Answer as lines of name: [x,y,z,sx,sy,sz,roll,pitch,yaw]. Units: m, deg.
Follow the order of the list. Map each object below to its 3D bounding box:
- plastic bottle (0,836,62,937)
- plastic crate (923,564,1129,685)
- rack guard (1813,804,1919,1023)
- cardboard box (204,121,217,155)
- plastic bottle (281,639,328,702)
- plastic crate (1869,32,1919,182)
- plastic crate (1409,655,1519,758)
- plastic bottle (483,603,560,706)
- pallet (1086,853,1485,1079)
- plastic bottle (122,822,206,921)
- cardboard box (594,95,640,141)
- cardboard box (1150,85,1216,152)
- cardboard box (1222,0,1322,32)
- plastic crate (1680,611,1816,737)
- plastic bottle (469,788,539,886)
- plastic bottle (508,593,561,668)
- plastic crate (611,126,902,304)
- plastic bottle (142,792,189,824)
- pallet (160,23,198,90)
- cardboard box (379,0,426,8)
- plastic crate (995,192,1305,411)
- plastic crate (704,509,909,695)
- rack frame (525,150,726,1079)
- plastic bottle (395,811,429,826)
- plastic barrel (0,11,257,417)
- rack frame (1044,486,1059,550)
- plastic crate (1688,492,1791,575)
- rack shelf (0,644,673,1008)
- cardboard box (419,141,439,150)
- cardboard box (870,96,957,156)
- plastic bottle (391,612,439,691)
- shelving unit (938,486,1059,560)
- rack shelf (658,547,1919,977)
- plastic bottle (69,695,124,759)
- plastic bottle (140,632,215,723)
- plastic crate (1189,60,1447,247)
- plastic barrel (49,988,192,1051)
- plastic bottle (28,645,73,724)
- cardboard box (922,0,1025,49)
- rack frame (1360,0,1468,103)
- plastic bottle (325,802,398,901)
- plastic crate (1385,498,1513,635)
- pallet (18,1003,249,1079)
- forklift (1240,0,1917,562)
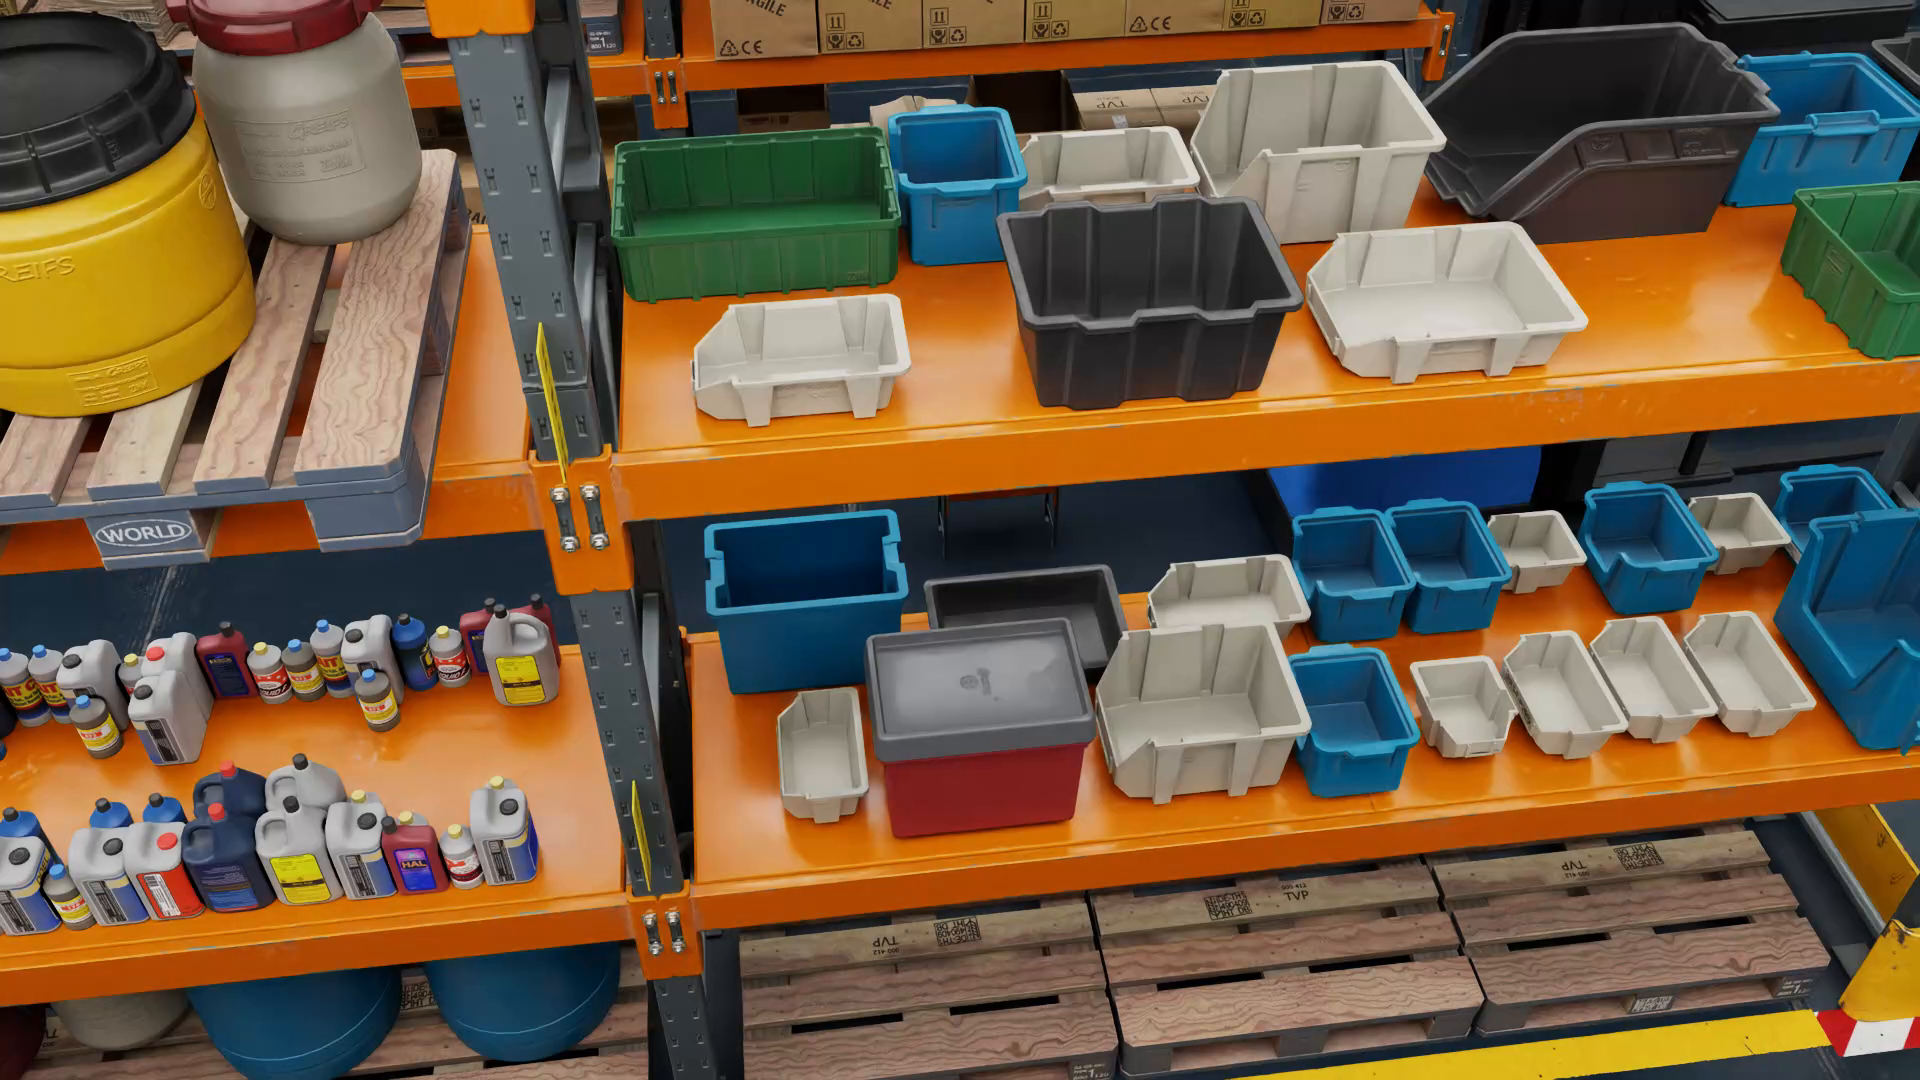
plastic bottle: [-2.446,0.888,4.334,0.135,0.276,0.152,-5,42,-6]
plastic crate: [0.204,0.289,5.065,0.590,0.125,0.437,-5,42,-6]
rack guard: [3.117,1.055,5.922,0.348,0.500,1.175,-5,42,-6]
cardboard box: [-4.066,-1.974,8.952,0.500,0.500,0.500,-6,42,-7]
plastic bottle: [-1.958,0.378,4.955,0.097,0.201,0.097,0,42,0]
plastic crate: [2.677,-1.079,4.280,0.590,0.269,0.497,-5,42,-6]
plastic crate: [1.456,0.499,4.825,0.250,0.136,0.298,-5,42,-6]
plastic bottle: [-1.302,0.322,4.905,0.185,0.351,0.144,-5,42,-6]
pallet: [1.065,1.323,5.841,1.213,0.211,1.003,-5,42,-6]
plastic bottle: [-2.082,0.856,4.370,0.135,0.276,0.152,-5,42,-6]
cardboard box: [-2.021,-2.160,9.158,0.500,0.500,0.500,-7,42,-7]
cardboard box: [1.385,-2.392,9.602,0.500,0.250,0.500,-5,42,-6]
cardboard box: [1.534,-2.922,8.391,0.500,0.500,0.500,-5,42,-5]
plastic crate: [2.310,0.405,4.929,0.243,0.136,0.396,-5,42,-6]
plastic bottle: [-1.220,0.780,4.453,0.135,0.276,0.152,-5,42,-6]
plastic bottle: [-1.290,0.277,5.006,0.133,0.283,0.061,-5,42,-6]
plastic crate: [-0.490,-0.787,4.017,0.662,0.188,0.450,-5,42,-6]
plastic bottle: [-2.117,0.776,4.461,0.097,0.271,0.097,0,42,0]
pallet: [-3.548,-2.558,8.205,1.213,0.211,1.003,-5,42,-6]
cardboard box: [-2.682,-3.003,8.167,0.500,0.500,0.700,1,42,1]
plastic crate: [0.396,-0.506,3.645,0.590,0.269,0.497,-5,42,-6]
plastic crate: [-0.453,0.202,4.969,0.575,0.384,0.392,-5,42,-6]
rack frame: [-0.871,0.485,4.688,0.127,3.000,1.000,-5,42,-6]
plastic bottle: [-1.472,0.807,4.479,0.097,0.201,0.097,0,42,0]
plastic barrel: [-1.750,-0.640,3.242,0.600,0.588,0.600,0,42,0]
rack frame: [0.406,-0.481,7.103,0.015,1.200,0.240,-5,42,-6]
plastic crate: [2.479,-0.011,5.390,0.298,0.136,0.250,-5,42,-6]
rack shelf: [-2.854,0.926,4.736,4.000,0.370,1.077,-5,42,-6]
cardboard box: [-2.950,-1.726,8.677,0.500,0.500,0.500,-5,42,-5]
cardboard box: [-0.238,-2.273,9.424,0.500,0.311,0.500,-5,42,-6]
plastic bottle: [-1.631,0.324,4.963,0.097,0.271,0.097,0,42,0]
shelving unit: [0.164,-0.460,7.079,0.503,1.200,0.258,-5,42,-6]
rack shelf: [1.112,0.579,5.121,4.000,0.370,1.077,-5,42,-6]
plastic bottle: [-2.493,0.528,4.789,0.097,0.201,0.097,0,42,0]
plastic bottle: [-2.298,0.399,4.876,0.135,0.276,0.152,-5,42,-6]
plastic crate: [0.857,-0.945,4.122,0.530,0.282,0.437,-5,42,-6]
plastic barrel: [-2.687,1.340,5.284,0.421,0.512,0.421,0,42,0]
plastic bottle: [-2.646,0.413,4.864,0.097,0.271,0.097,0,42,0]
cardboard box: [0.035,-2.794,8.248,0.500,0.500,0.500,-5,42,-6]
rack frame: [2.456,-3.152,8.720,0.127,3.000,1.000,-5,42,-6]
plastic bottle: [-1.582,0.812,4.418,0.135,0.276,0.152,-5,42,-6]
plastic crate: [1.502,0.095,5.201,0.300,0.233,0.416,-5,42,-6]
pallet: [-2.854,1.668,5.458,1.213,0.211,1.003,-5,42,-6]
forklift: [2.822,-1.408,6.838,3.031,2.935,1.130,-6,42,-7]
